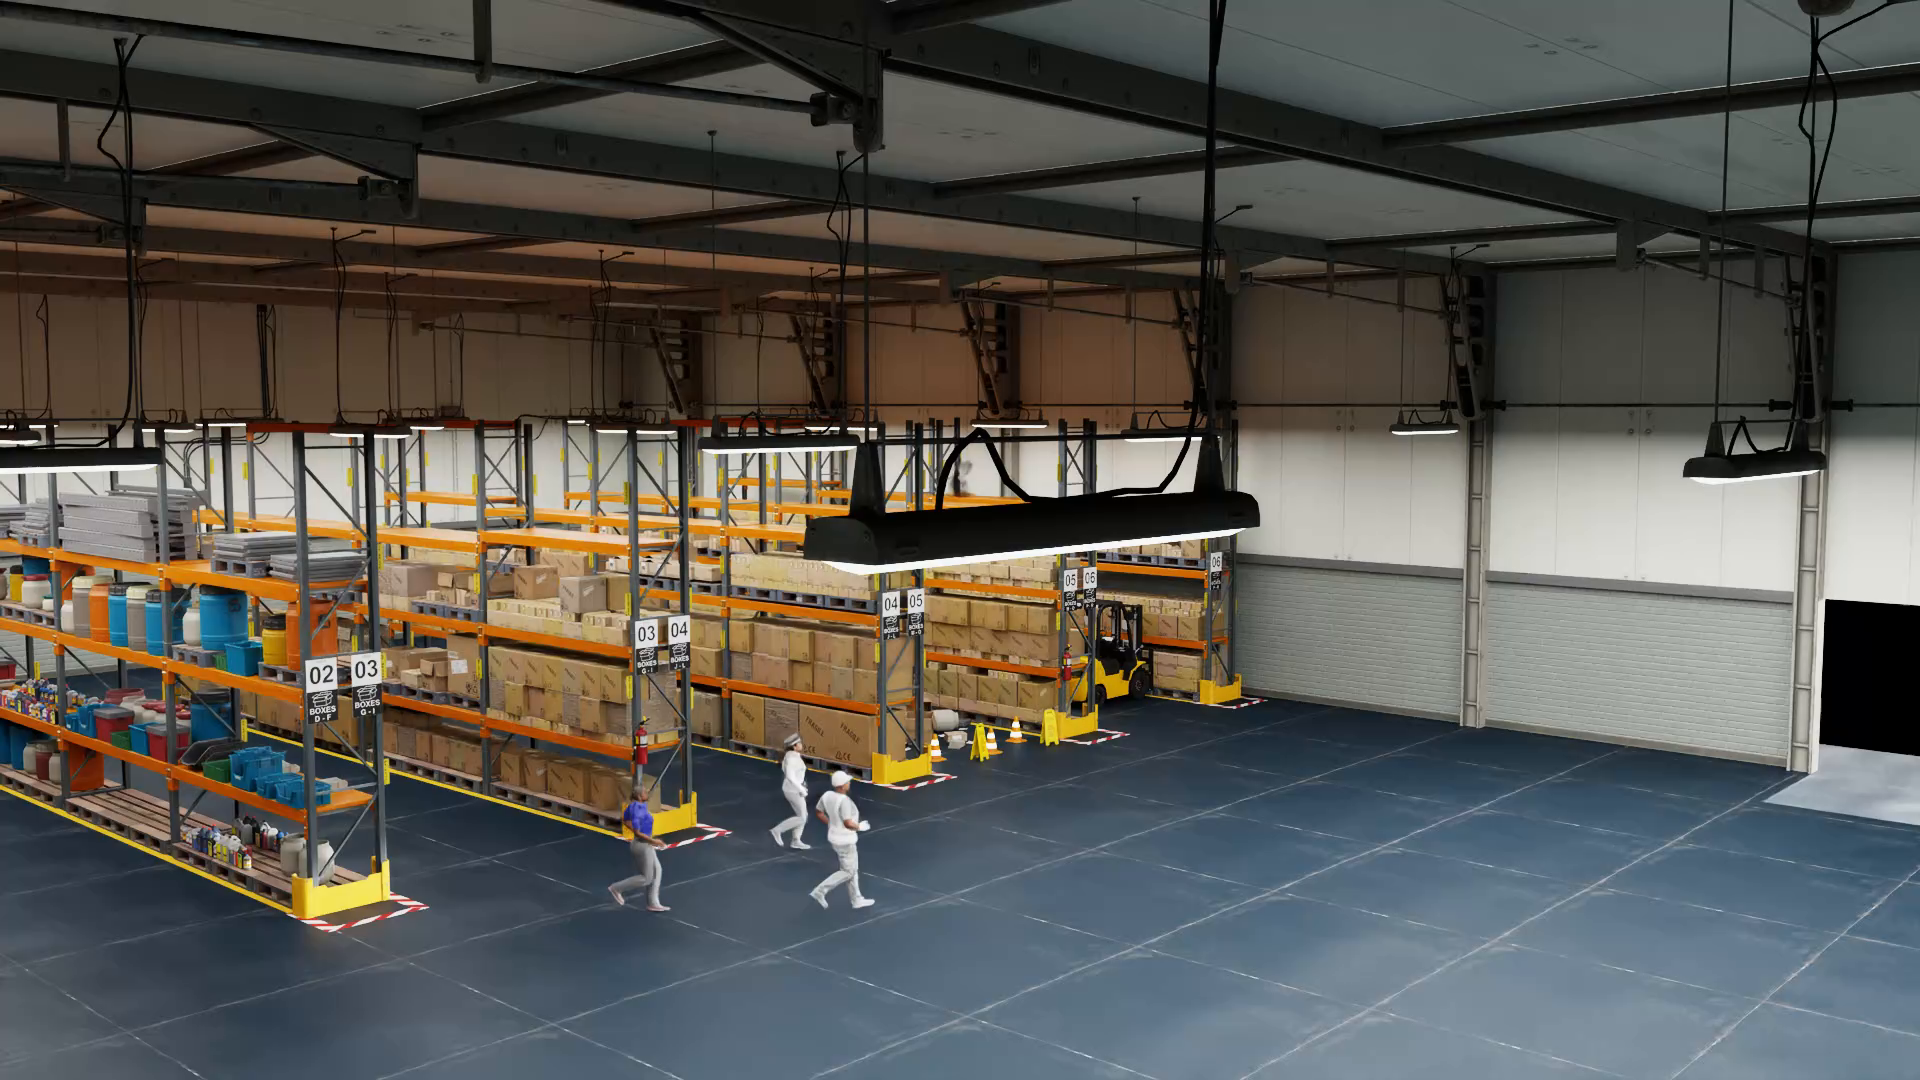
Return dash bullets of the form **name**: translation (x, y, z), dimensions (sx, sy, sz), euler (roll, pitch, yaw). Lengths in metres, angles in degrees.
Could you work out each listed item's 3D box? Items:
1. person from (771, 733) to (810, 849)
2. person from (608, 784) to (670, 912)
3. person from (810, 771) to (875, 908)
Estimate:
- **person**: translation (-2.426, 3.577, 23.654), dimensions (0.578, 1.678, 0.643), euler (-1, 5, -13)
- **person**: translation (-4.005, 3.855, 20.677), dimensions (0.768, 1.622, 0.588), euler (-1, 5, -18)
- **person**: translation (-1.471, 3.740, 20.657), dimensions (0.911, 1.762, 0.692), euler (-3, 5, -29)
